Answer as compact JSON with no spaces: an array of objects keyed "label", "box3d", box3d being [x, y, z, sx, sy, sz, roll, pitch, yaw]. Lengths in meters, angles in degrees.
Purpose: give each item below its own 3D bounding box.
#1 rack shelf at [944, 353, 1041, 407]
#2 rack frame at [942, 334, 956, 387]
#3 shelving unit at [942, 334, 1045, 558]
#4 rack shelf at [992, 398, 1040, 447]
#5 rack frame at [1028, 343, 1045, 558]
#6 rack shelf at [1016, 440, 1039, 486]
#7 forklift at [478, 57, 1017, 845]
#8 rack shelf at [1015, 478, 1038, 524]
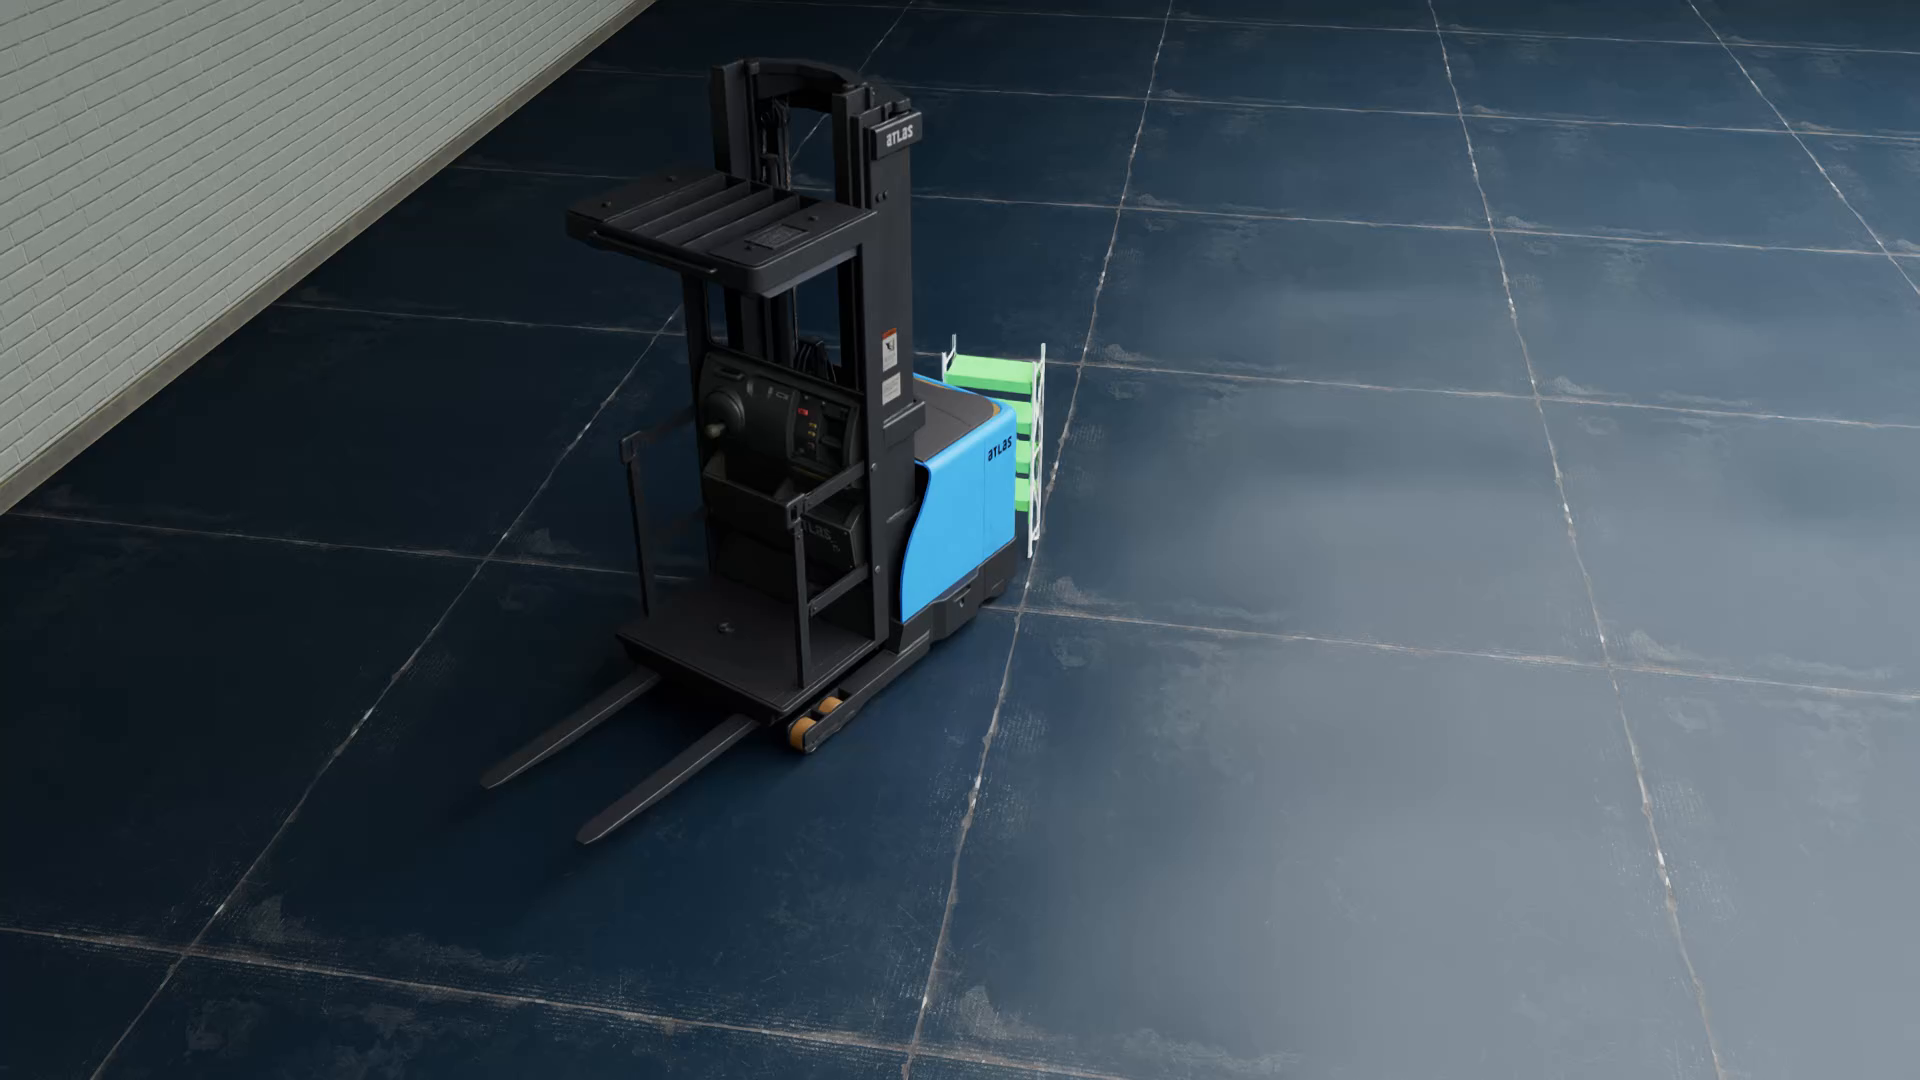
[{"label":"rack shelf","box3d":[0.179,-0.857,8.877,0.480,0.148,0.258,7,33,12]},{"label":"rack frame","box3d":[-0.058,-0.535,9.148,0.015,1.200,0.240,7,33,12]},{"label":"shelving unit","box3d":[0.179,-0.504,9.098,0.503,1.200,0.258,7,33,12]},{"label":"rack shelf","box3d":[0.179,-0.653,9.005,0.480,0.148,0.258,7,33,12]},{"label":"rack frame","box3d":[0.416,-0.473,9.048,0.015,1.200,0.240,7,33,12]},{"label":"rack shelf","box3d":[0.179,-0.450,9.132,0.480,0.148,0.258,7,33,12]},{"label":"forklift","box3d":[-0.962,-0.533,7.513,1.130,2.935,3.031,21,38,30]},{"label":"rack shelf","box3d":[0.179,-0.246,9.259,0.480,0.148,0.258,7,33,12]}]
